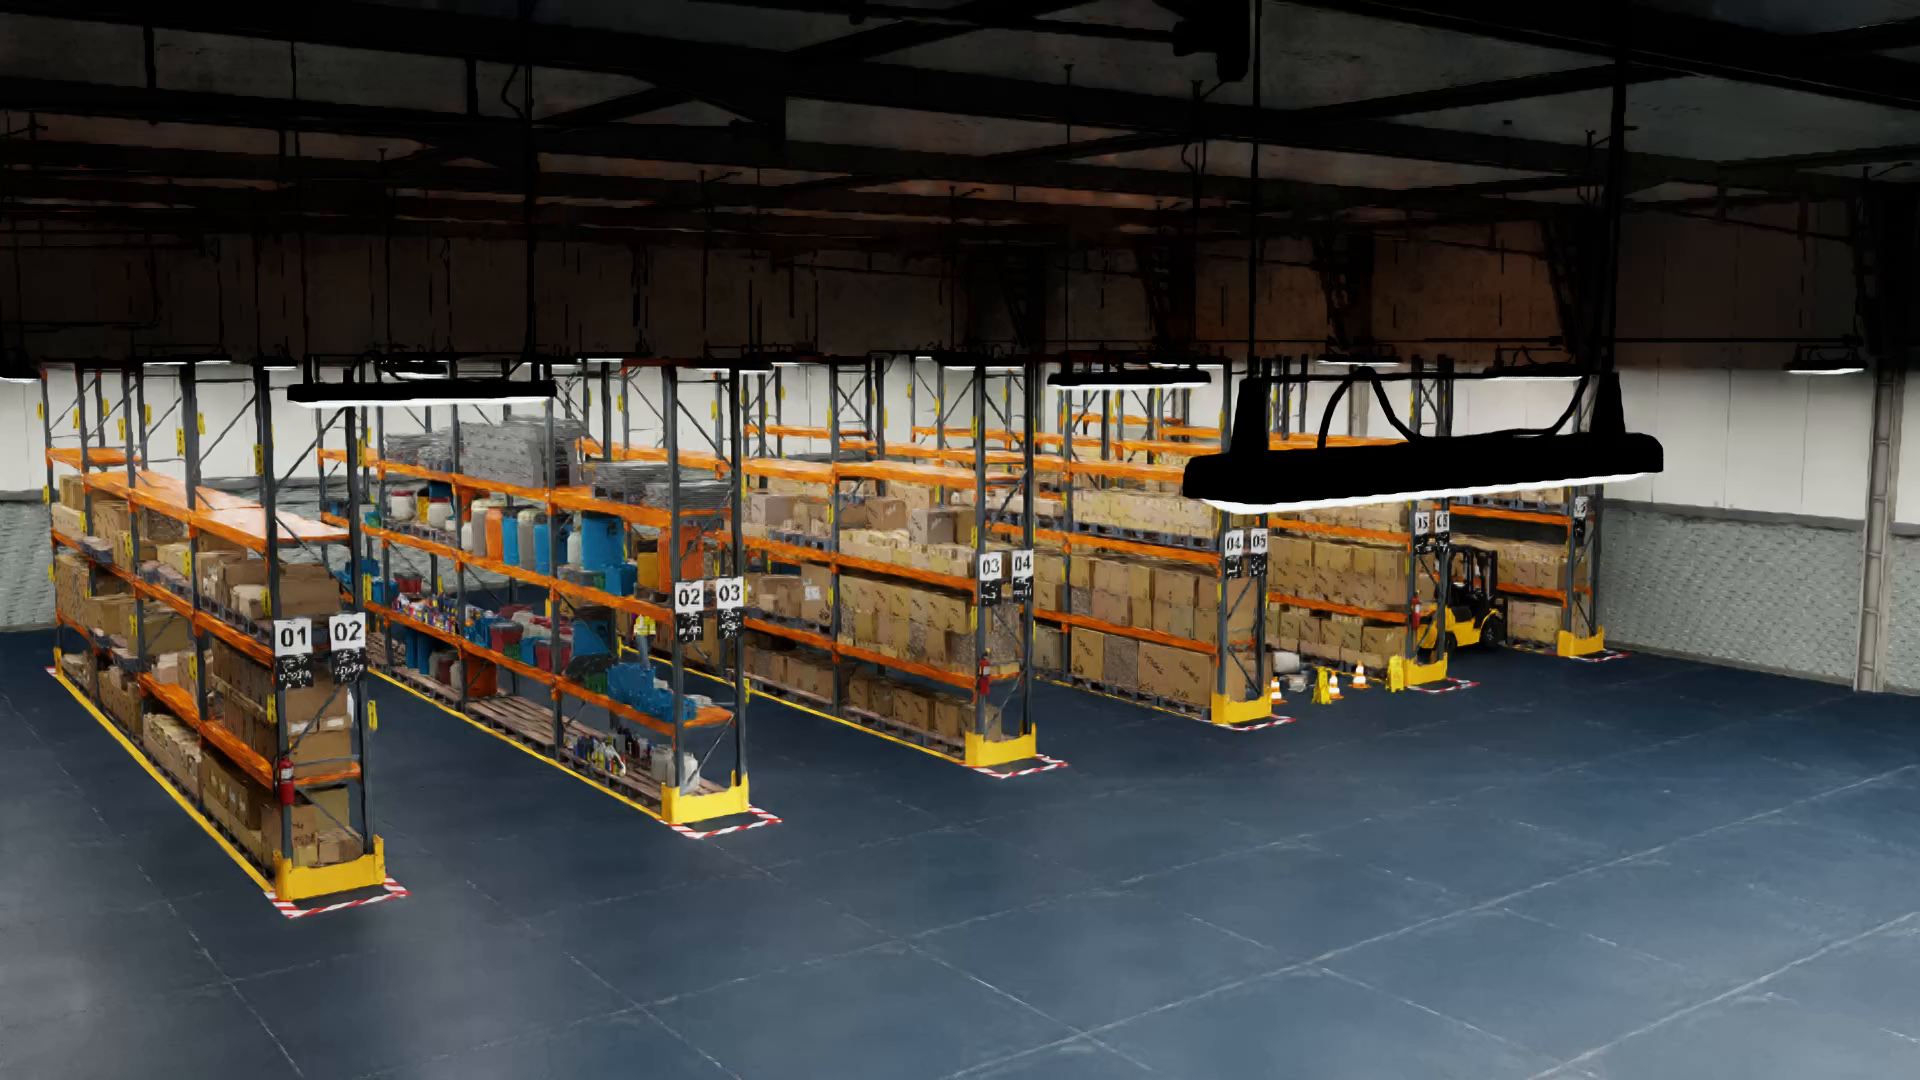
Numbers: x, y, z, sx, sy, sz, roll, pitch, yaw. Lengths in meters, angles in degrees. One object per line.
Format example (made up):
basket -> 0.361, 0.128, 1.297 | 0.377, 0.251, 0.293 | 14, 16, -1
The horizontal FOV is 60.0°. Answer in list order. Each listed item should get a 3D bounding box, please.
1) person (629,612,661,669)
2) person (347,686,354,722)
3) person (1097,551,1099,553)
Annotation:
person -> -5.863, 1.734, 31.218 | 0.577, 1.687, 1.114 | -5, 9, -38
person -> -9.152, 2.625, 24.242 | 0.639, 1.632, 0.512 | -5, 9, -38
person -> 2.944, 1.127, 35.886 | 0.642, 1.771, 0.692 | -2, 7, -13
